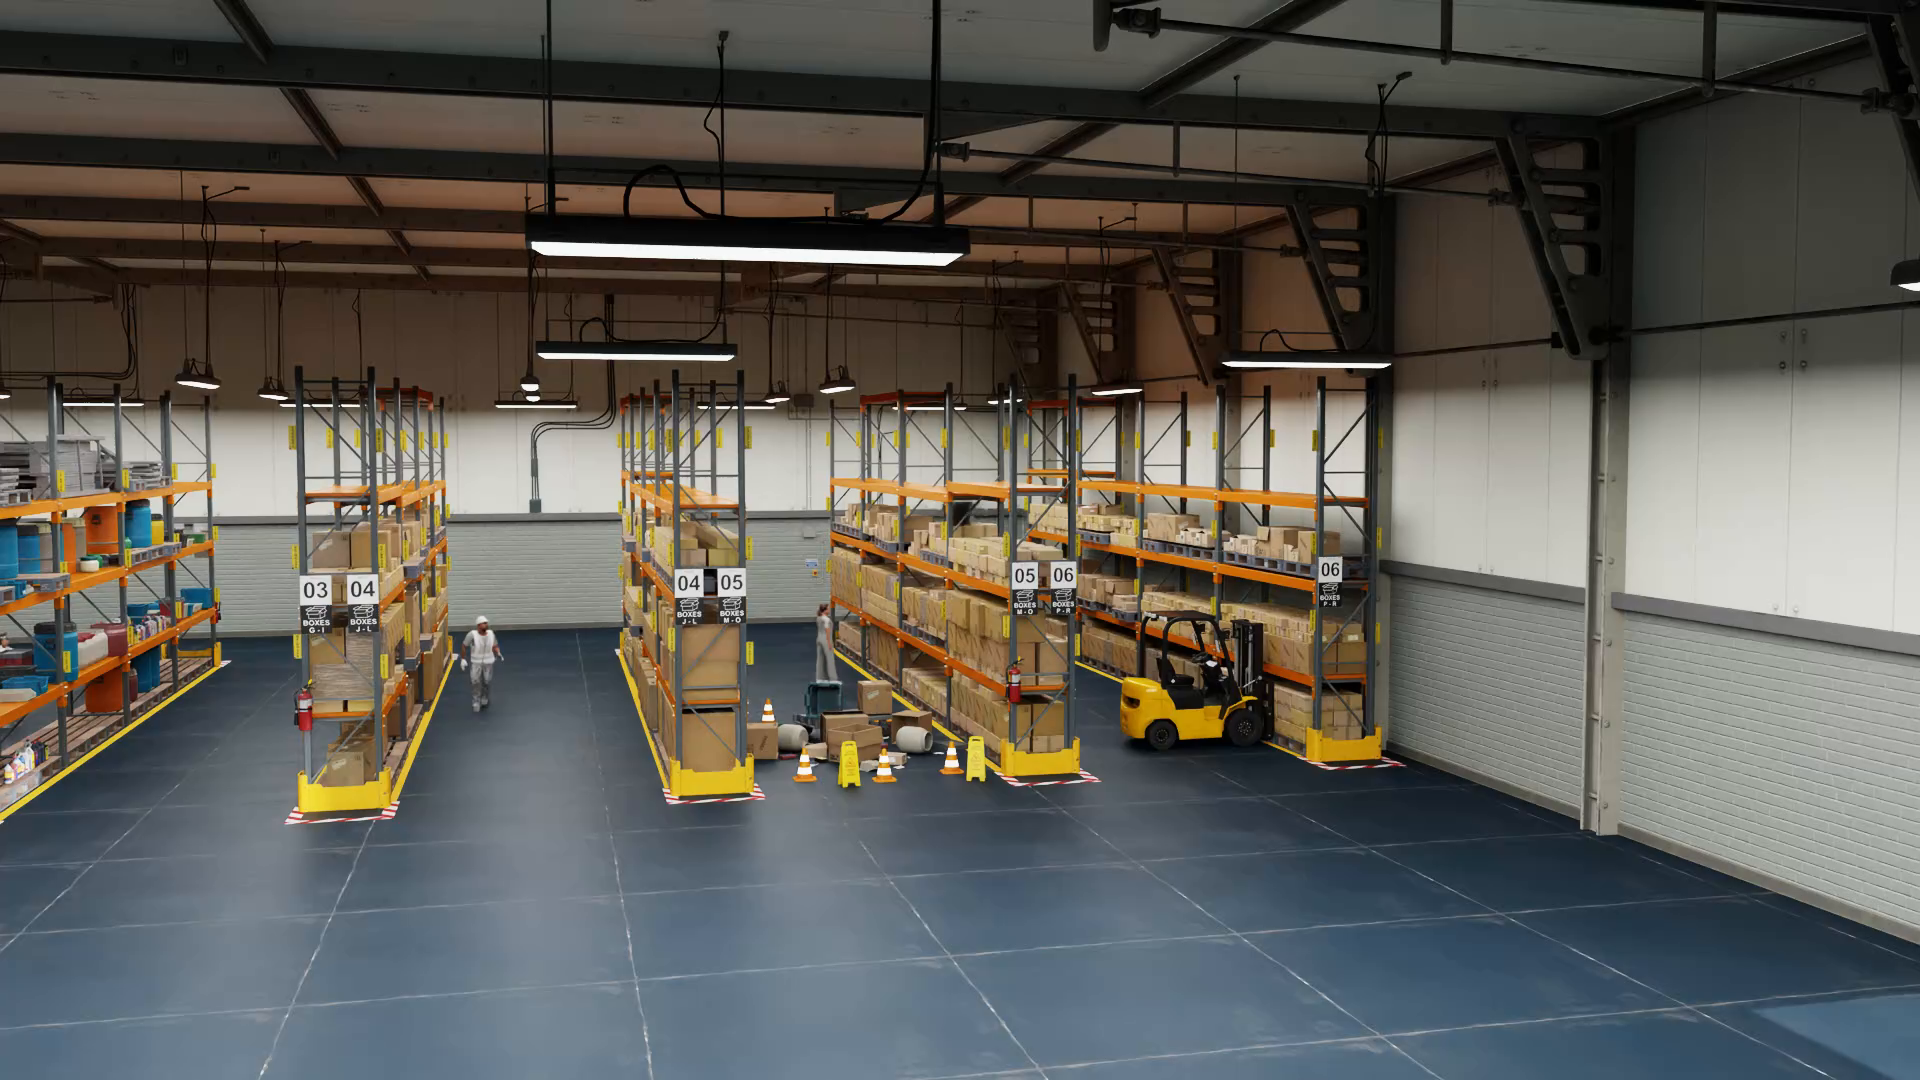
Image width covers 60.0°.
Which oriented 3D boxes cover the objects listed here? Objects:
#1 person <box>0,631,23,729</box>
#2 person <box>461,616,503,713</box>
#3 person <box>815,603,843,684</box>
[{"bbox_3d":[-16.630,2.449,28.988,0.371,1.717,0.542,3,4,37],"label":"person"},{"bbox_3d":[-8.900,2.317,30.997,0.772,1.809,0.878,-1,3,-13],"label":"person"},{"bbox_3d":[-2.727,2.127,34.187,0.500,1.687,0.474,-2,4,-35],"label":"person"}]
